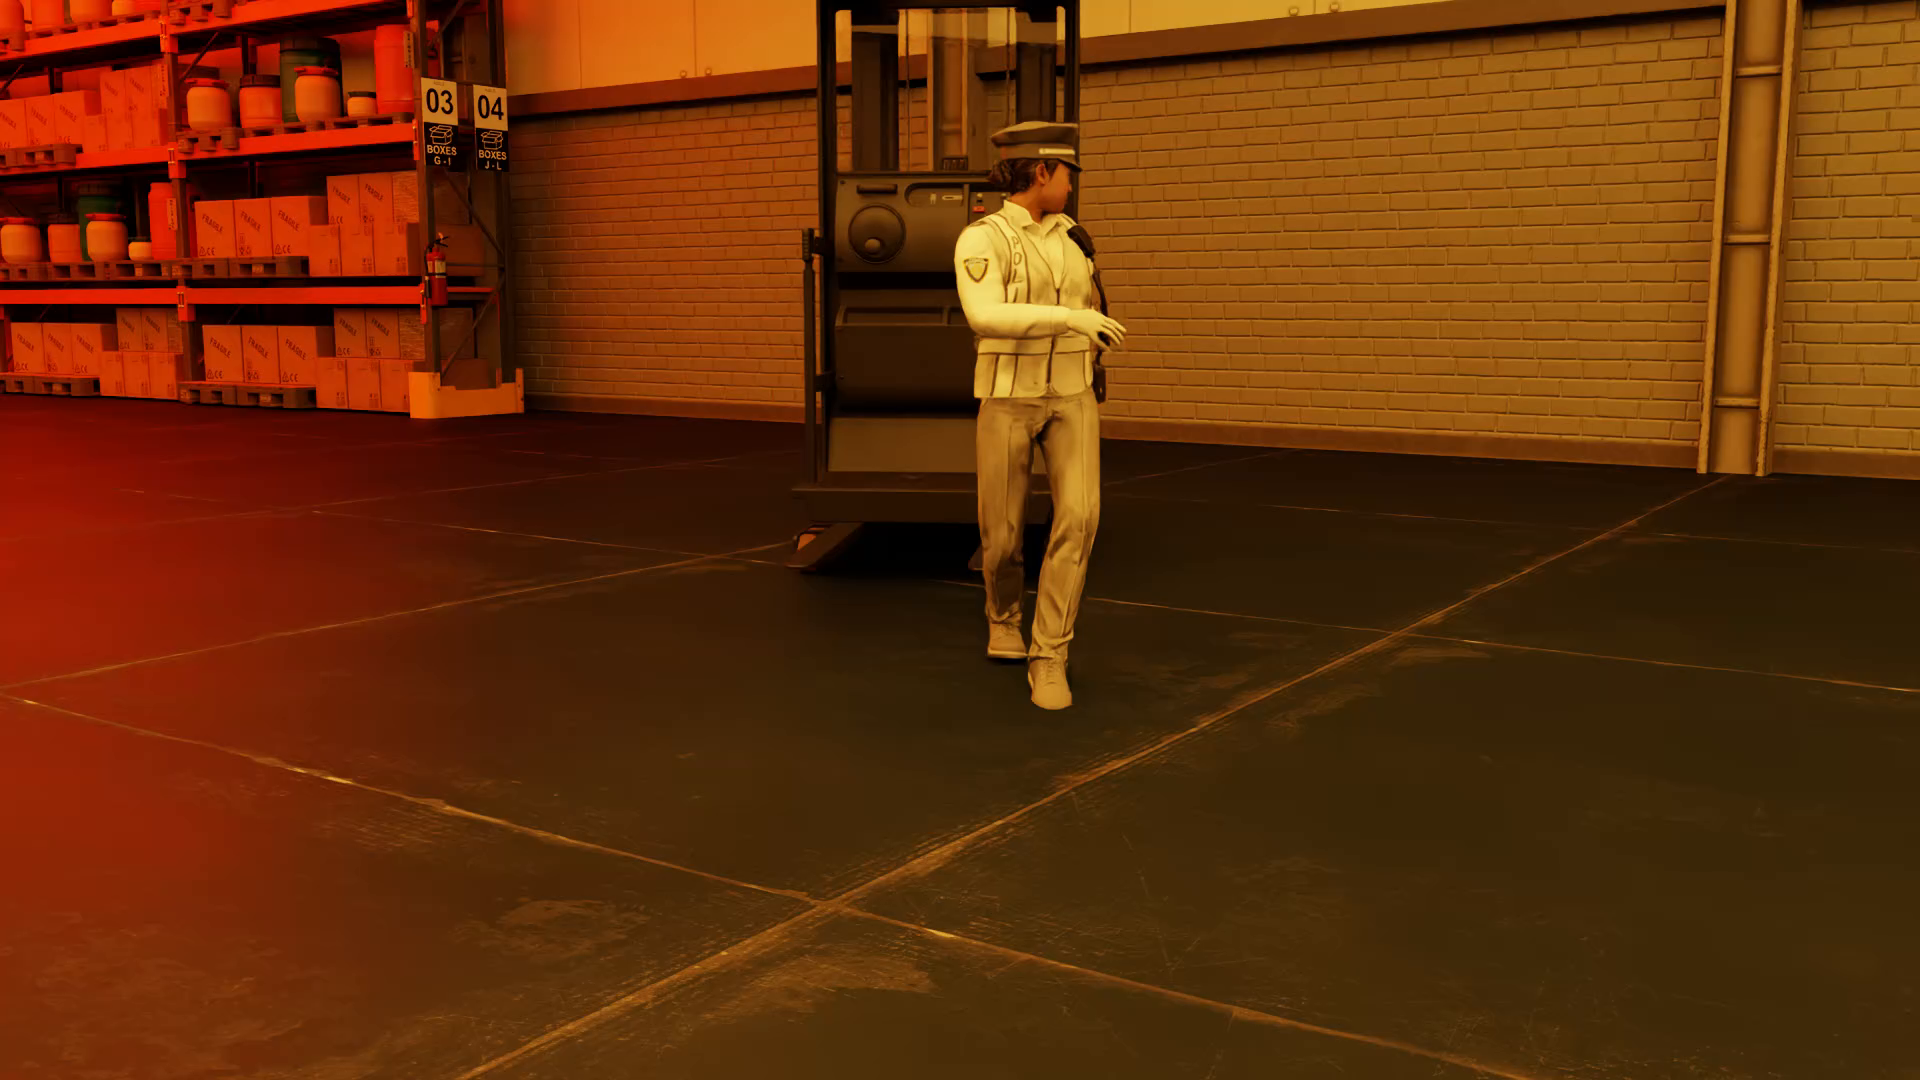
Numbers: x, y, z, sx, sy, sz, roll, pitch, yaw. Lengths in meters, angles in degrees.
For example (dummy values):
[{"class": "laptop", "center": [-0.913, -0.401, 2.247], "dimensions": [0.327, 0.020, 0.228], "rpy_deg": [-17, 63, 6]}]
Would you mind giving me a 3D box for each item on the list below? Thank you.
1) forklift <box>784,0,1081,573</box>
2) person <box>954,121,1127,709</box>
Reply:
[{"class": "forklift", "center": [-0.074, -1.352, 6.698], "dimensions": [1.130, 2.935, 3.031], "rpy_deg": [1, 8, 6]}, {"class": "person", "center": [0.225, -0.378, 4.768], "dimensions": [0.506, 1.611, 0.895], "rpy_deg": [-2, 8, -13]}]
